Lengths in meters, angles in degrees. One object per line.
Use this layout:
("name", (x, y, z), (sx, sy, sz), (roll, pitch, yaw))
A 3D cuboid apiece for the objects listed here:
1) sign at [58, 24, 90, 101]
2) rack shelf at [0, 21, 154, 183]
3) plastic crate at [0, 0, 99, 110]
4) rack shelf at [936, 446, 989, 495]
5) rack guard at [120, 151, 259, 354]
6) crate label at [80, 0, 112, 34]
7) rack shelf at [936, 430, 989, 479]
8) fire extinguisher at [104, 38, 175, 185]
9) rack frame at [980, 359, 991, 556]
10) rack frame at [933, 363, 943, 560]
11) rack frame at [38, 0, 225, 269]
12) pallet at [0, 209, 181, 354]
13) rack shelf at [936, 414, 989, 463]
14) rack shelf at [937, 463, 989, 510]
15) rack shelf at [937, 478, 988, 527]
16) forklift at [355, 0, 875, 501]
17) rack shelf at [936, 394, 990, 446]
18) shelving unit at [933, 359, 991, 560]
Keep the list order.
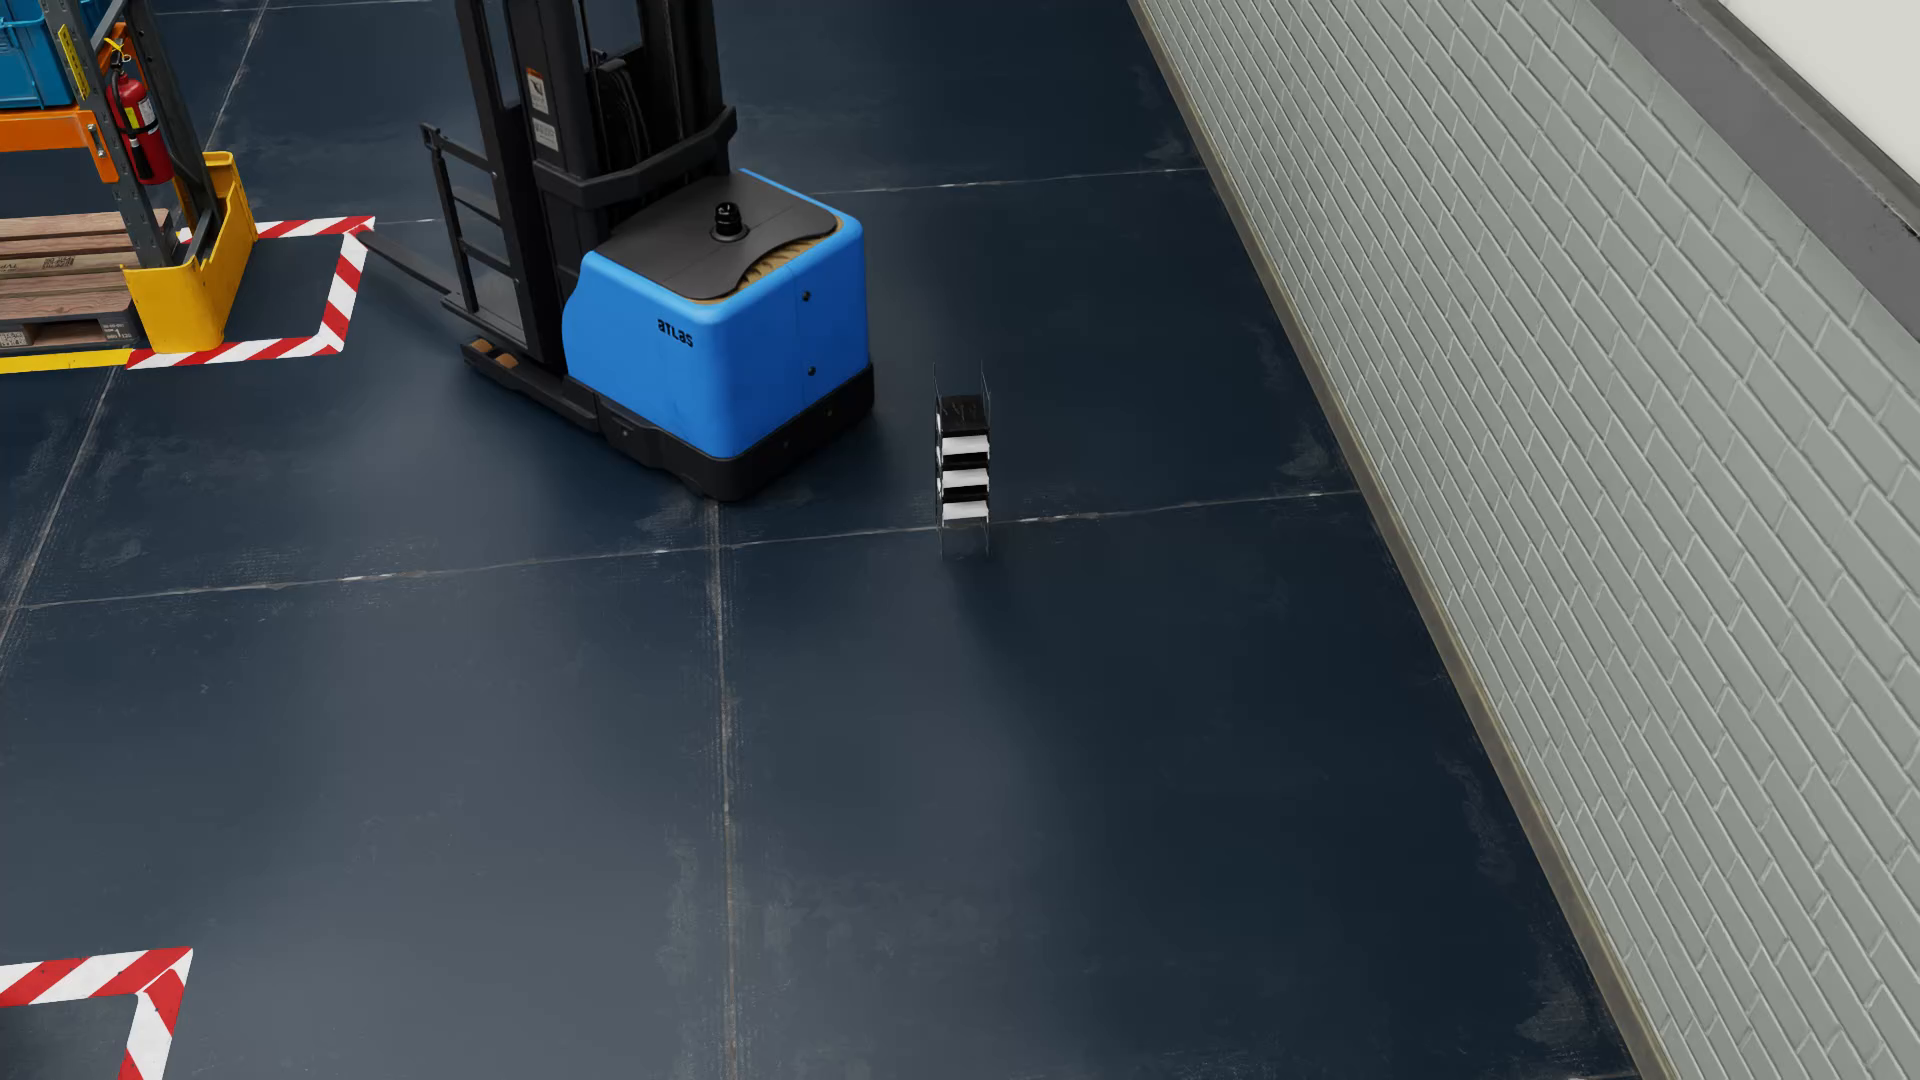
("sign", (-3.986, -2.149, 7.487), (0.005, 0.325, 0.100), (-5, 42, -6))
("rack shelf", (-6.057, -2.012, 7.993), (4.000, 0.370, 1.077), (-5, 42, -6))
("plastic crate", (-4.382, -2.335, 7.743), (0.499, 0.435, 0.616), (-5, 42, -6))
("rack shelf", (0.008, -0.310, 7.187), (0.200, 0.077, 0.258), (-5, 42, -6))
("rack guard", (-4.052, -1.535, 8.794), (0.348, 0.500, 1.175), (-5, 42, -6))
("crate label", (-4.361, -2.610, 8.199), (0.303, 0.233, 0.416), (-5, 42, -6))
("rack shelf", (0.008, -0.377, 7.127), (0.200, 0.077, 0.258), (-5, 42, -6))
("fire extinguisher", (-3.865, -1.997, 7.776), (0.183, 0.674, 0.296), (-5, 42, -6))
("rack frame", (0.109, -0.344, 7.174), (0.006, 0.900, 0.240), (-5, 42, -6))
("rack frame", (-0.093, -0.326, 7.155), (0.006, 0.900, 0.240), (-5, 42, -6))
("rack frame", (-4.074, -2.453, 7.945), (0.127, 3.000, 1.000), (-5, 42, -6))
("pallet", (-4.897, -1.371, 8.828), (1.213, 0.211, 1.003), (-5, 42, -6))
("rack shelf", (0.008, -0.444, 7.066), (0.200, 0.077, 0.258), (-5, 42, -6))
("rack shelf", (0.008, -0.243, 7.247), (0.200, 0.077, 0.258), (-5, 42, -6))
("rack shelf", (0.008, -0.176, 7.307), (0.200, 0.077, 0.258), (-5, 42, -6))
("forklift", (-1.877, -2.096, 7.601), (3.031, 2.935, 1.130), (29, 49, 28))
("rack shelf", (0.008, -0.511, 7.006), (0.200, 0.077, 0.258), (-5, 42, -6))
("shelving unit", (0.008, -0.335, 7.165), (0.210, 0.900, 0.258), (-5, 42, -6))
